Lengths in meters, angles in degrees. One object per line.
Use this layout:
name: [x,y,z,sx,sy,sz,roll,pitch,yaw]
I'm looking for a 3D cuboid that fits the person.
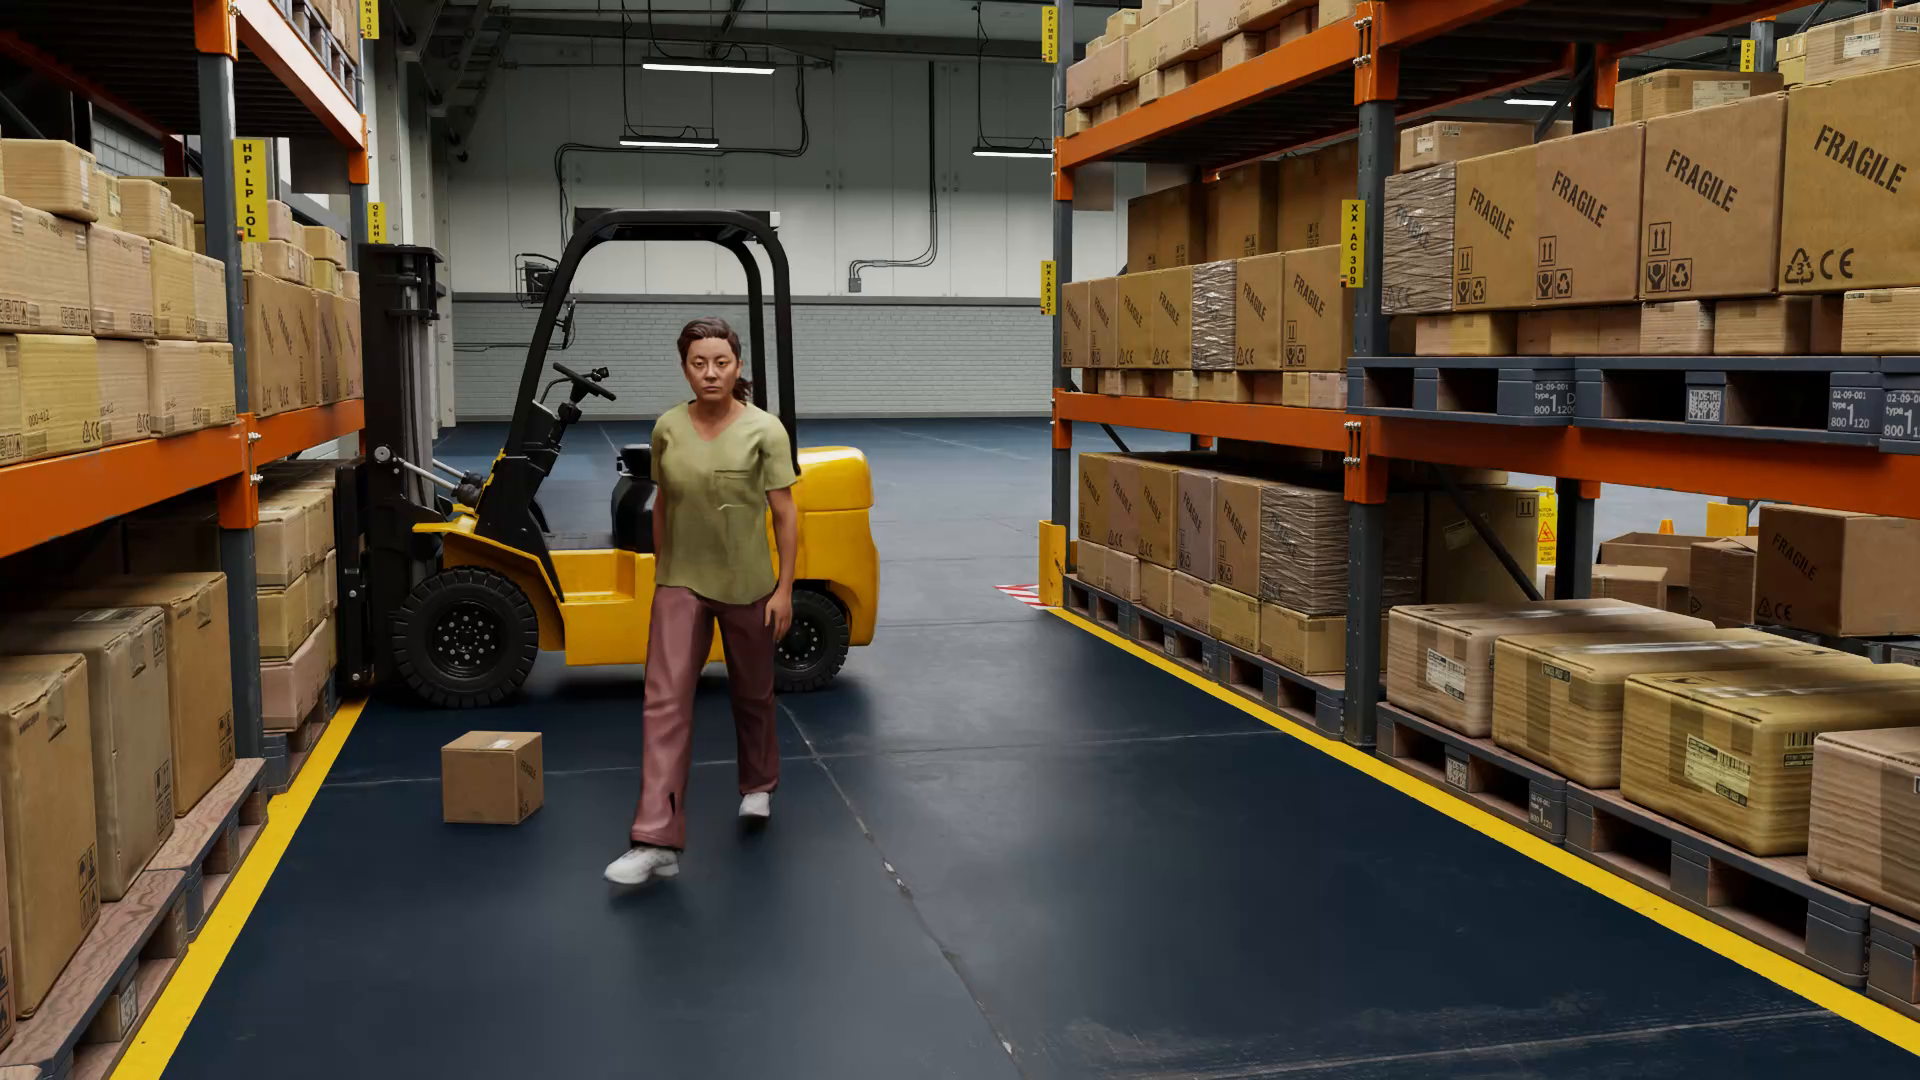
person: [-0.724,0.138,4.957,0.480,1.599,1.042,0,6,3]
